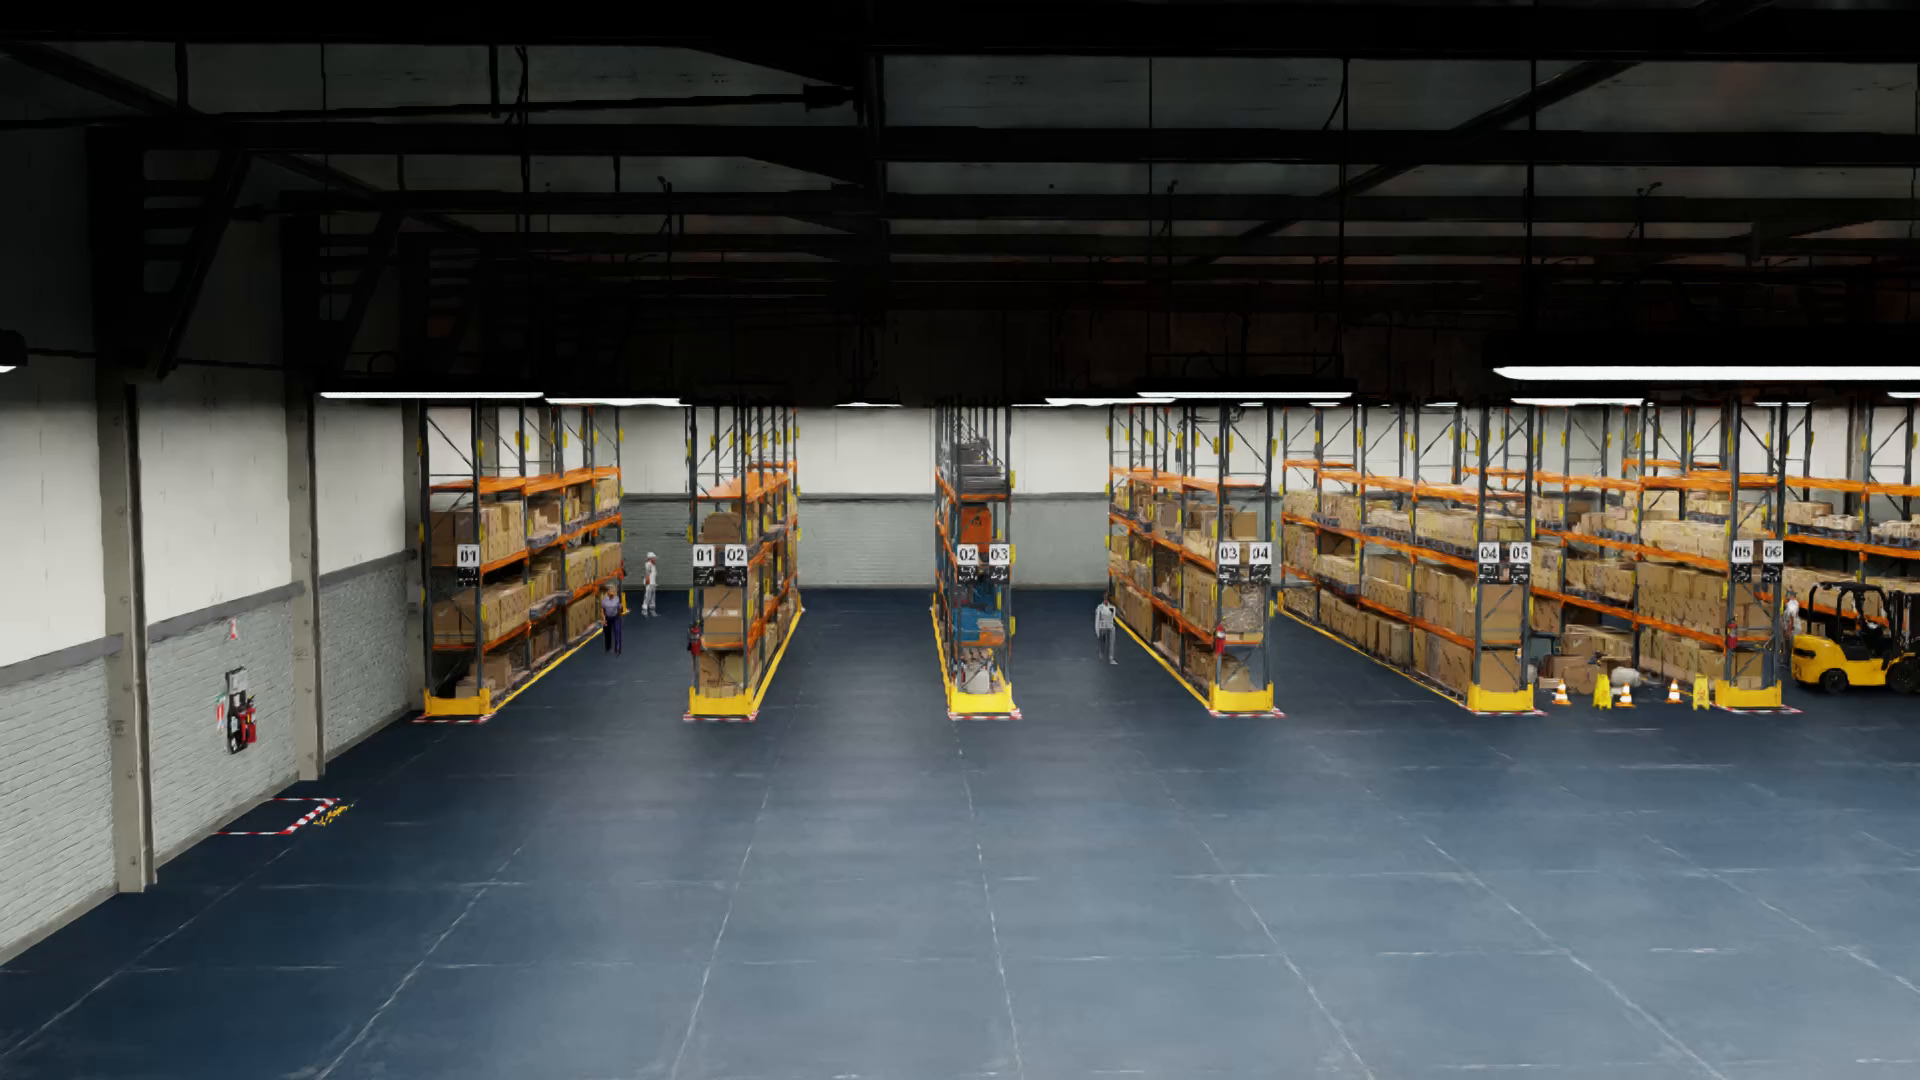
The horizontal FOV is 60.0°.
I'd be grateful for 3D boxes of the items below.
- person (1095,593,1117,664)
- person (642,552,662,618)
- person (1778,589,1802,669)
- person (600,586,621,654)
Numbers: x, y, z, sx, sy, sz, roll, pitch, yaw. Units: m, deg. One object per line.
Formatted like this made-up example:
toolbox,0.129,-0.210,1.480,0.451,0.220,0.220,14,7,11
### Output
person,3.280,1.957,37.439,0.495,1.576,1.086,0,4,0
person,-8.489,1.225,45.683,0.479,1.788,0.631,0,4,2
person,18.265,1.952,36.647,0.574,1.747,0.652,2,5,25
person,-8.170,1.859,38.922,0.478,1.580,1.000,-1,5,-11
